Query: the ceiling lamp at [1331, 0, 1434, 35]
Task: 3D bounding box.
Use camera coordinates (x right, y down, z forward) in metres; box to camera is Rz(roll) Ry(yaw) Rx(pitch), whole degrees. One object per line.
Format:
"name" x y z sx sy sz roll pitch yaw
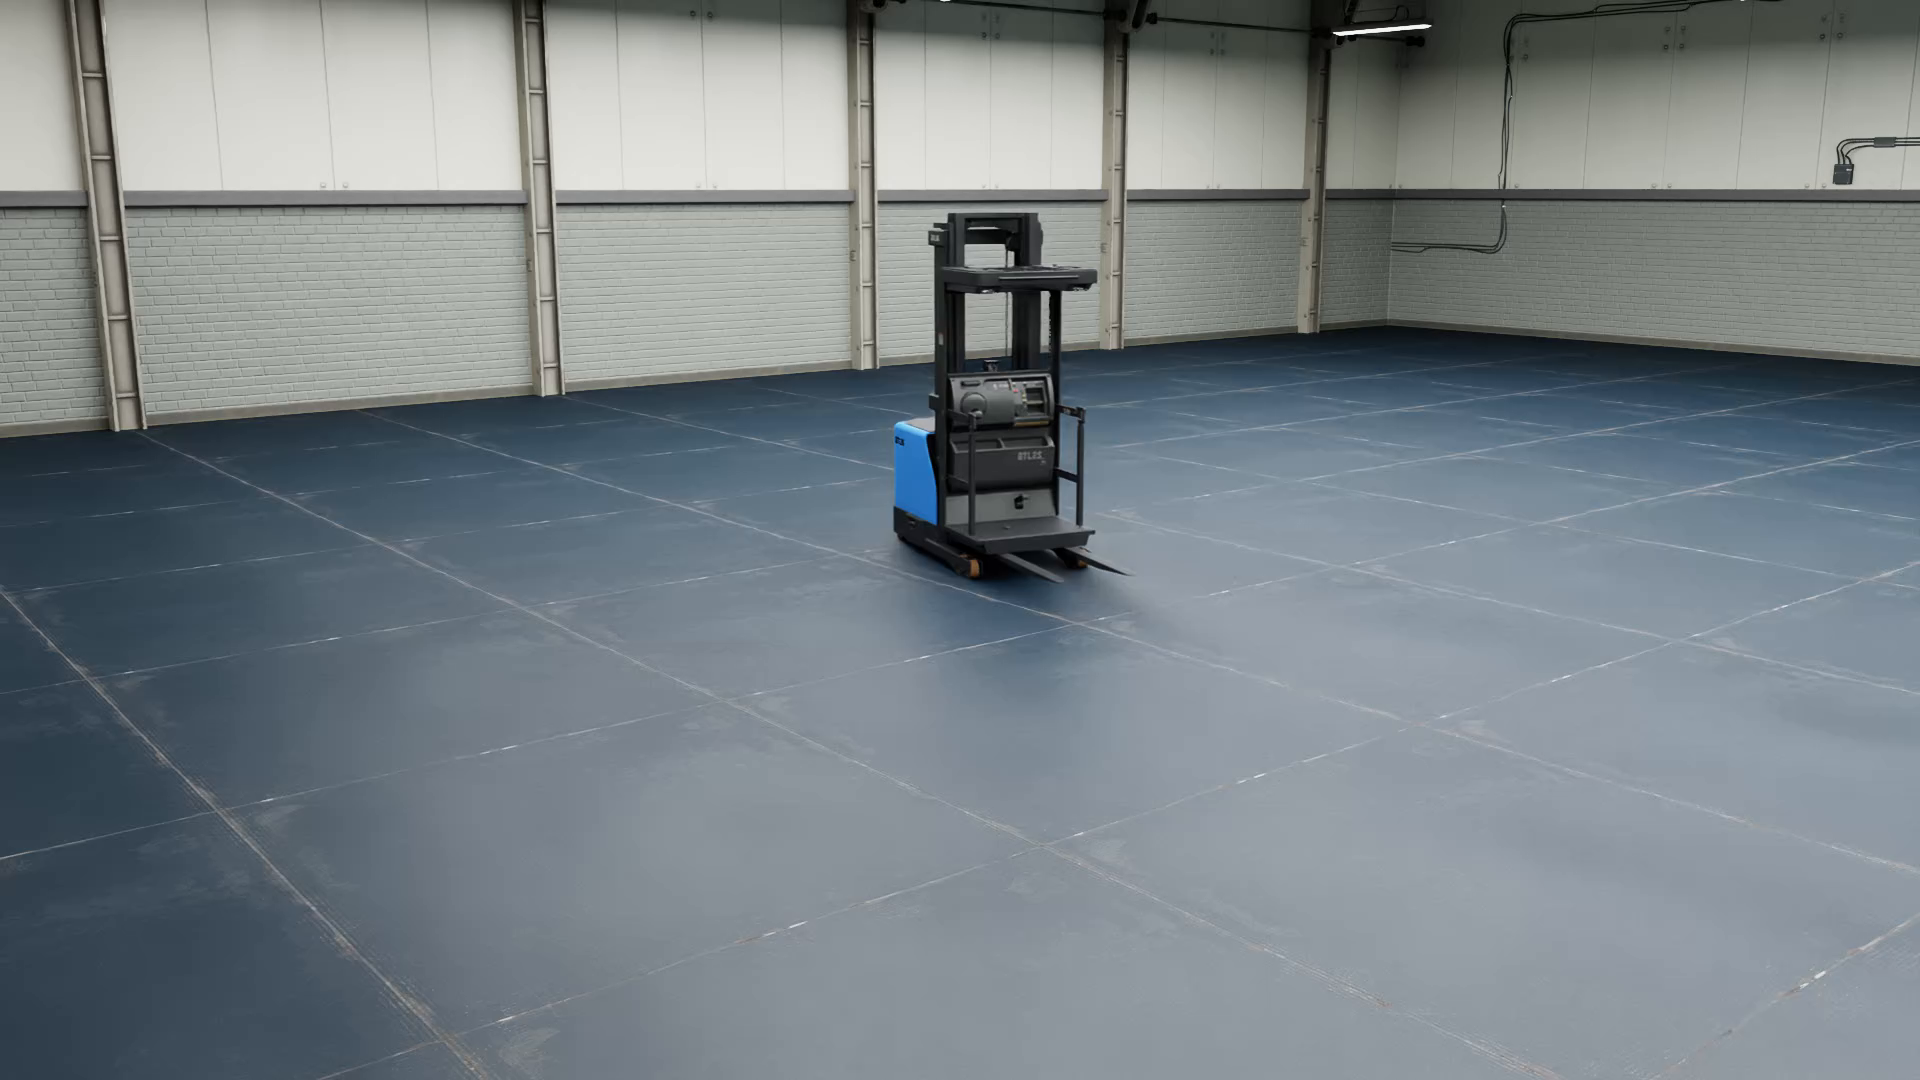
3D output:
"ceiling lamp" 7.643 -10.578 29.225 0.800 3.185 2.000 -9 15 -38

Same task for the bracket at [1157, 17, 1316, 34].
"bracket" 5.579 -10.309 33.348 4.783 0.066 0.076 -9 15 -38

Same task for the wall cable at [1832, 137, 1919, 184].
"wall cable" 16.738 -9.284 28.997 0.169 6.003 2.305 -9 15 -38

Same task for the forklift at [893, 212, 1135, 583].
"forklift" 0.443 -1.214 13.789 1.130 2.935 3.031 -5 13 -23

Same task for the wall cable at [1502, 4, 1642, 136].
"wall cable" 12.510 -9.675 34.342 0.112 2.526 3.097 -9 15 -38

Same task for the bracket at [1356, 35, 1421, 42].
"bracket" 9.629 -10.982 36.517 3.189 0.066 0.076 -9 15 -38

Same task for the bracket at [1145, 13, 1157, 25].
"bracket" 3.554 -9.973 31.763 0.430 0.232 0.235 -9 15 -38

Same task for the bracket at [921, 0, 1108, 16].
"bracket" 0.894 -9.531 29.681 4.783 0.066 0.076 -9 15 -38

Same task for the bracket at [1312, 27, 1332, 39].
"bracket" 7.591 -10.643 34.922 0.430 0.232 0.235 -9 15 -38

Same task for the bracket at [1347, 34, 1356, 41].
"bracket" 8.239 -10.751 35.429 0.430 0.232 0.235 -9 15 -38

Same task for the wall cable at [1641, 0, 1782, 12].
"wall cable" 14.443 -11.398 31.506 0.112 2.526 3.097 -9 15 -38

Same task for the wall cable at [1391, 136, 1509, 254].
"wall cable" 10.820 -7.643 36.933 0.112 2.526 3.097 -9 15 -38

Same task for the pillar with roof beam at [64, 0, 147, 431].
"pillar with roof beam" -8.358 -5.182 17.866 0.400 9.000 9.100 -9 15 -38

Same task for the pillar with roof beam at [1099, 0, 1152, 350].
"pillar with roof beam" 5.698 -7.517 28.866 0.548 9.000 9.100 -9 15 -38

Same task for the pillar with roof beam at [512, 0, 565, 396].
"pillar with roof beam" -3.672 -5.960 21.533 0.400 9.000 9.100 -9 15 -38

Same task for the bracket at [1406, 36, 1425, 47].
"bracket" 10.090 -11.059 36.877 0.430 0.232 0.235 -9 15 -38

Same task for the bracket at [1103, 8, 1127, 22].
"bracket" 2.906 -9.865 31.255 0.430 0.232 0.235 -9 15 -38

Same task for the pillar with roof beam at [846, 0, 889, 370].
"pillar with roof beam" 1.013 -6.739 25.199 0.548 9.000 9.100 -9 15 -38

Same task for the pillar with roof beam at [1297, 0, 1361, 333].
"pillar with roof beam" 10.383 -8.296 32.532 0.548 9.000 9.100 -9 15 -38

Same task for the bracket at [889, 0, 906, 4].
"bracket" -1.131 -9.194 28.096 0.430 0.232 0.235 -9 15 -38
